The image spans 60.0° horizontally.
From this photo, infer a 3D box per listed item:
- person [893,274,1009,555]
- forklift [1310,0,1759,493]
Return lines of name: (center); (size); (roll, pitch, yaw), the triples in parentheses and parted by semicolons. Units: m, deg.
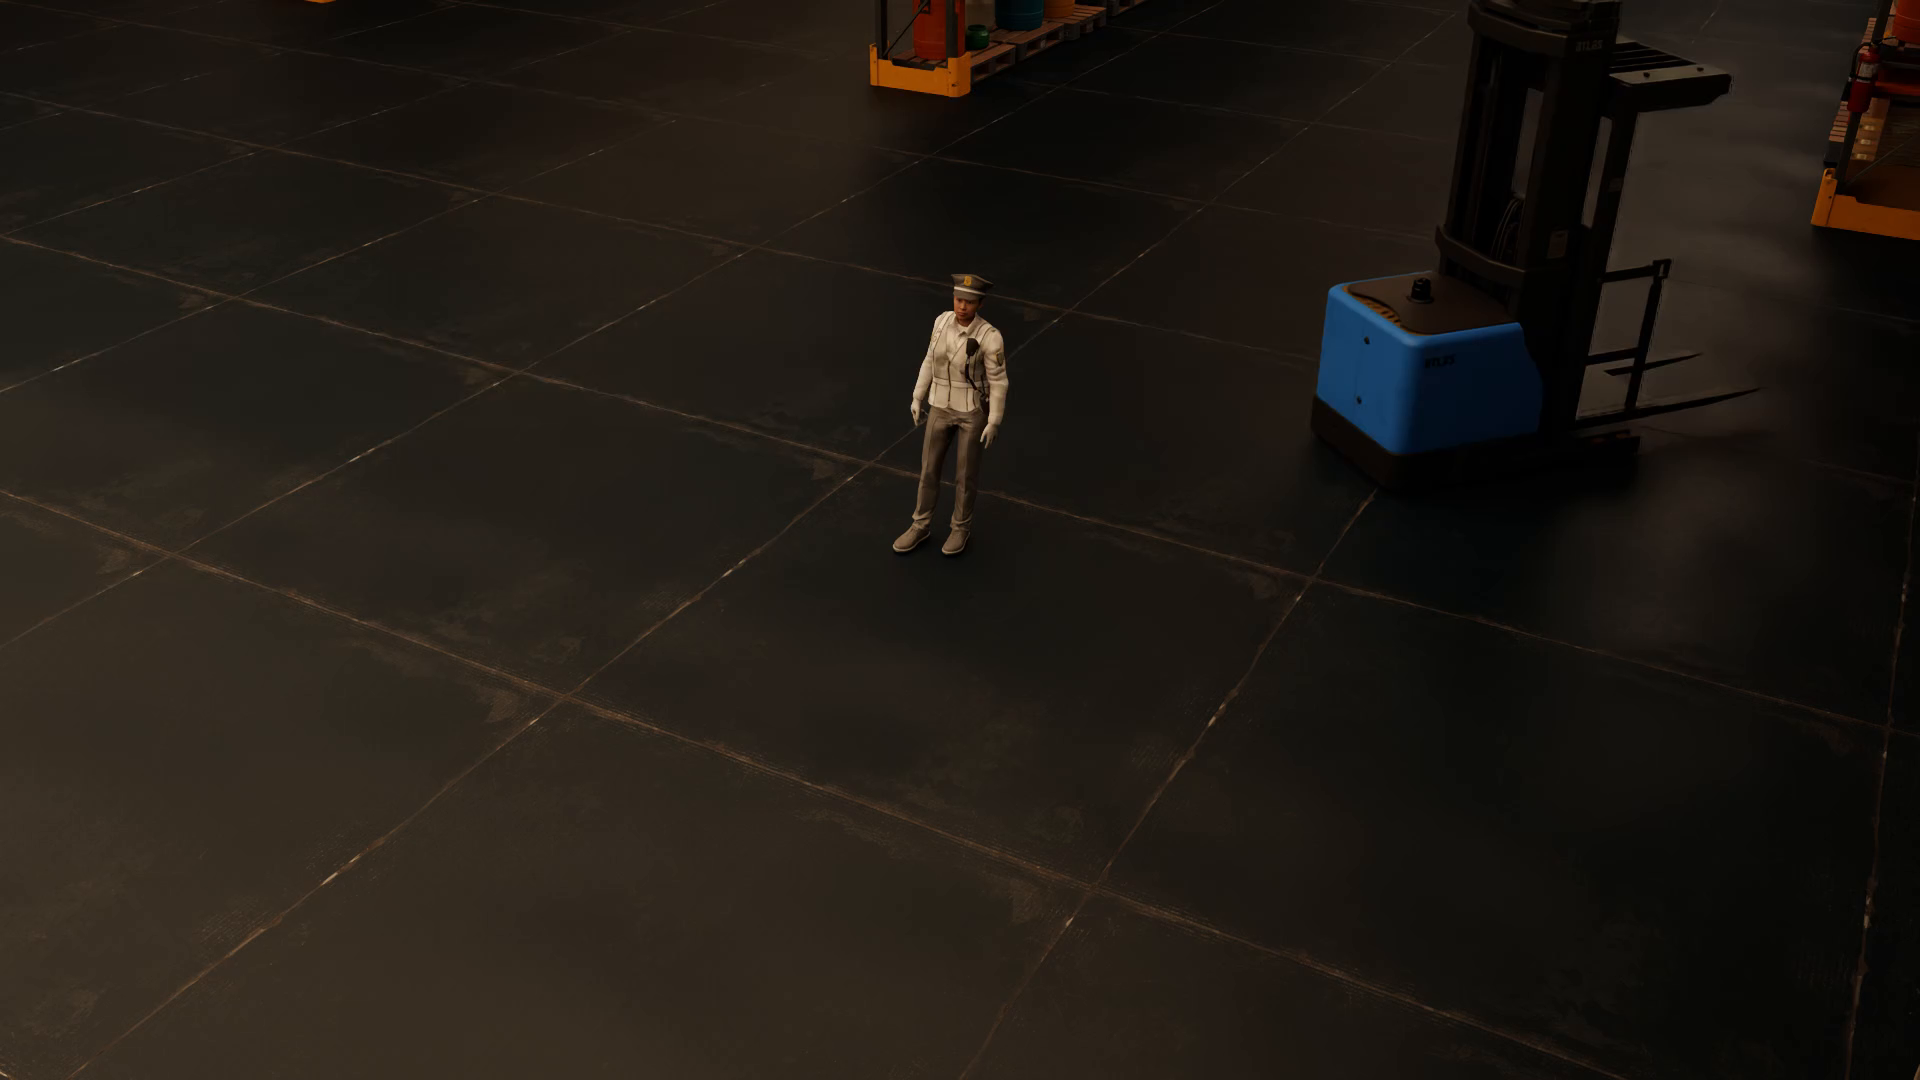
person: (-0.039, -0.712, 9.527); (0.586, 1.694, 0.531); (15, 33, 25)
forklift: (3.926, -2.011, 10.555); (3.031, 2.935, 1.130); (-10, 32, -17)
